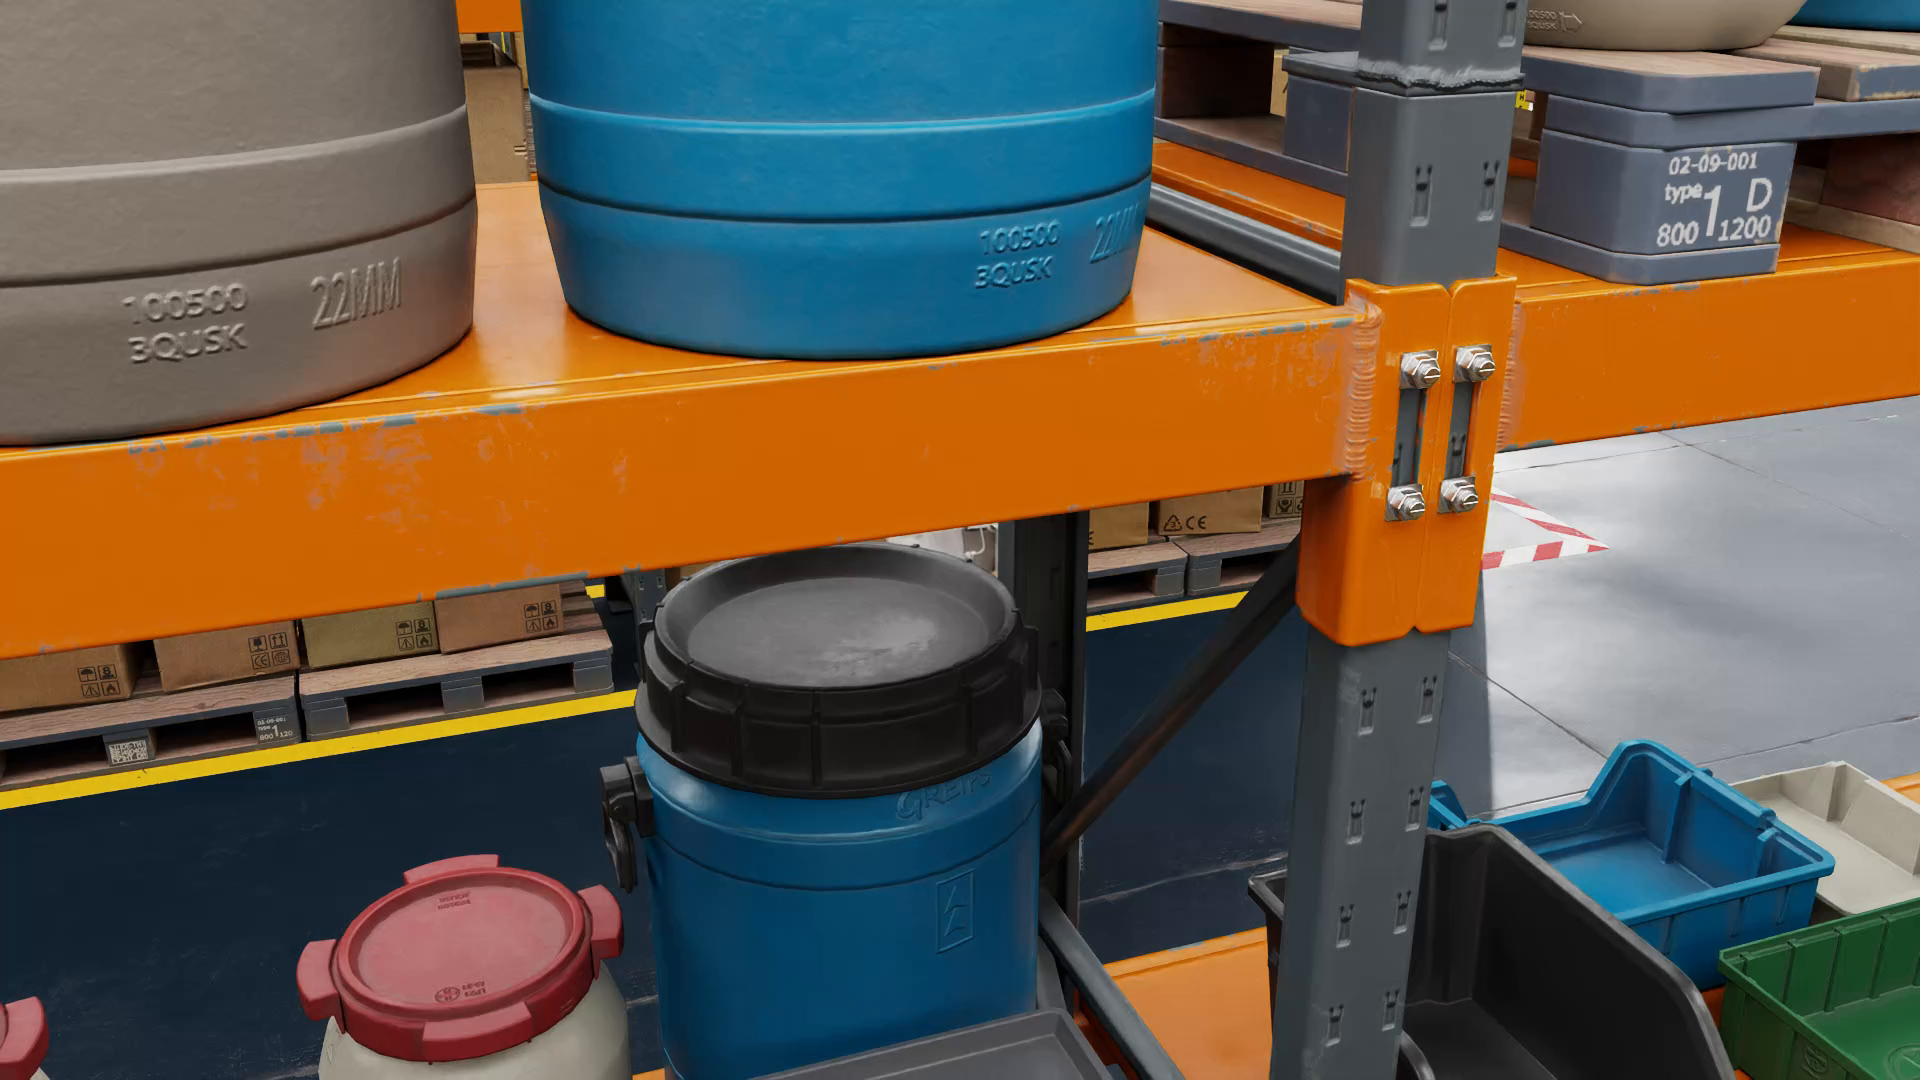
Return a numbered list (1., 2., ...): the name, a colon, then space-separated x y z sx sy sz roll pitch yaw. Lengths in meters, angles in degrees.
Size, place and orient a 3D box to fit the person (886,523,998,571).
1. person: 0.056 0.367 5.221 0.527 1.769 0.548 -8 24 -19
